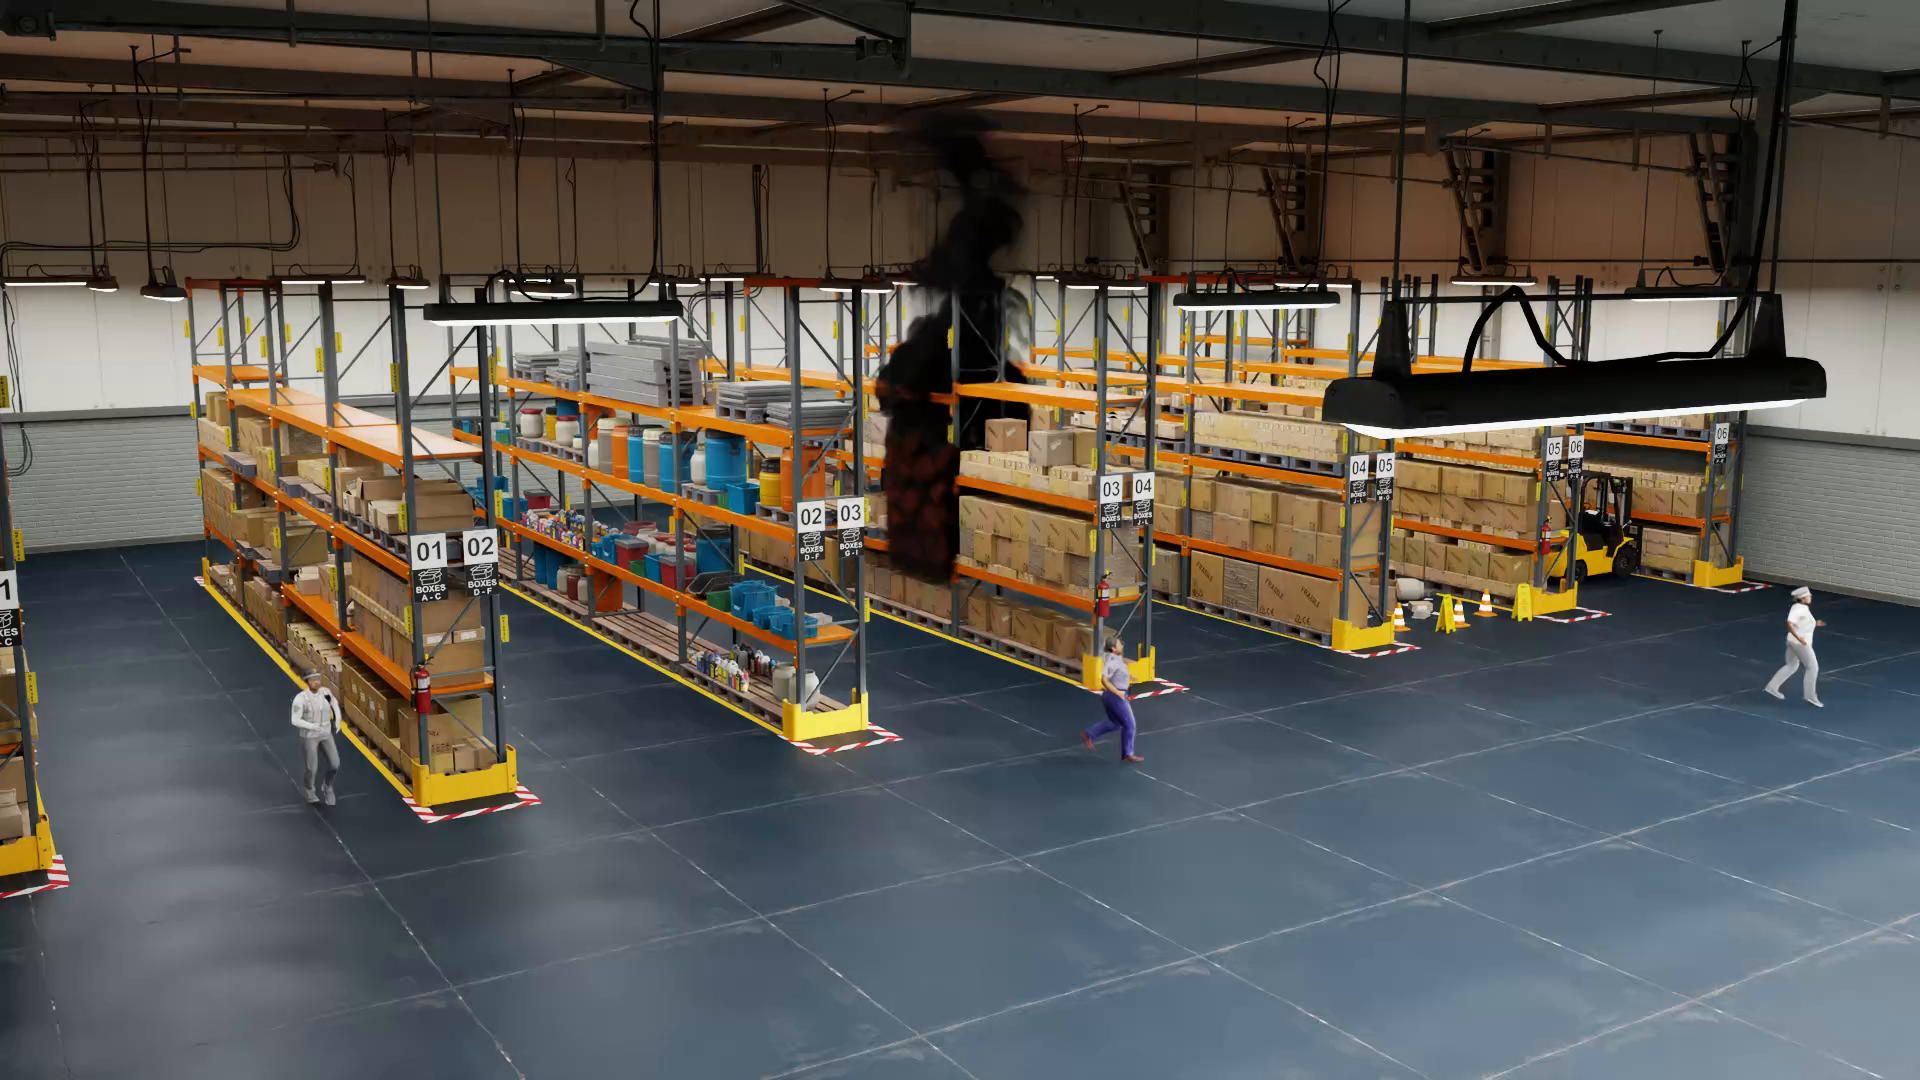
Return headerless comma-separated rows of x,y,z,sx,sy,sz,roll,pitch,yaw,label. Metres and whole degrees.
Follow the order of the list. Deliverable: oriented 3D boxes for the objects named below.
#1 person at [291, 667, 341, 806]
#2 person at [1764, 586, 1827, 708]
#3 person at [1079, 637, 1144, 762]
-7.444,2.300,19.336,0.643,1.708,0.660,-9,13,-44,person
12.014,1.517,23.833,0.781,1.740,0.567,2,10,11,person
1.940,2.020,21.139,0.823,1.613,0.620,0,10,0,person
